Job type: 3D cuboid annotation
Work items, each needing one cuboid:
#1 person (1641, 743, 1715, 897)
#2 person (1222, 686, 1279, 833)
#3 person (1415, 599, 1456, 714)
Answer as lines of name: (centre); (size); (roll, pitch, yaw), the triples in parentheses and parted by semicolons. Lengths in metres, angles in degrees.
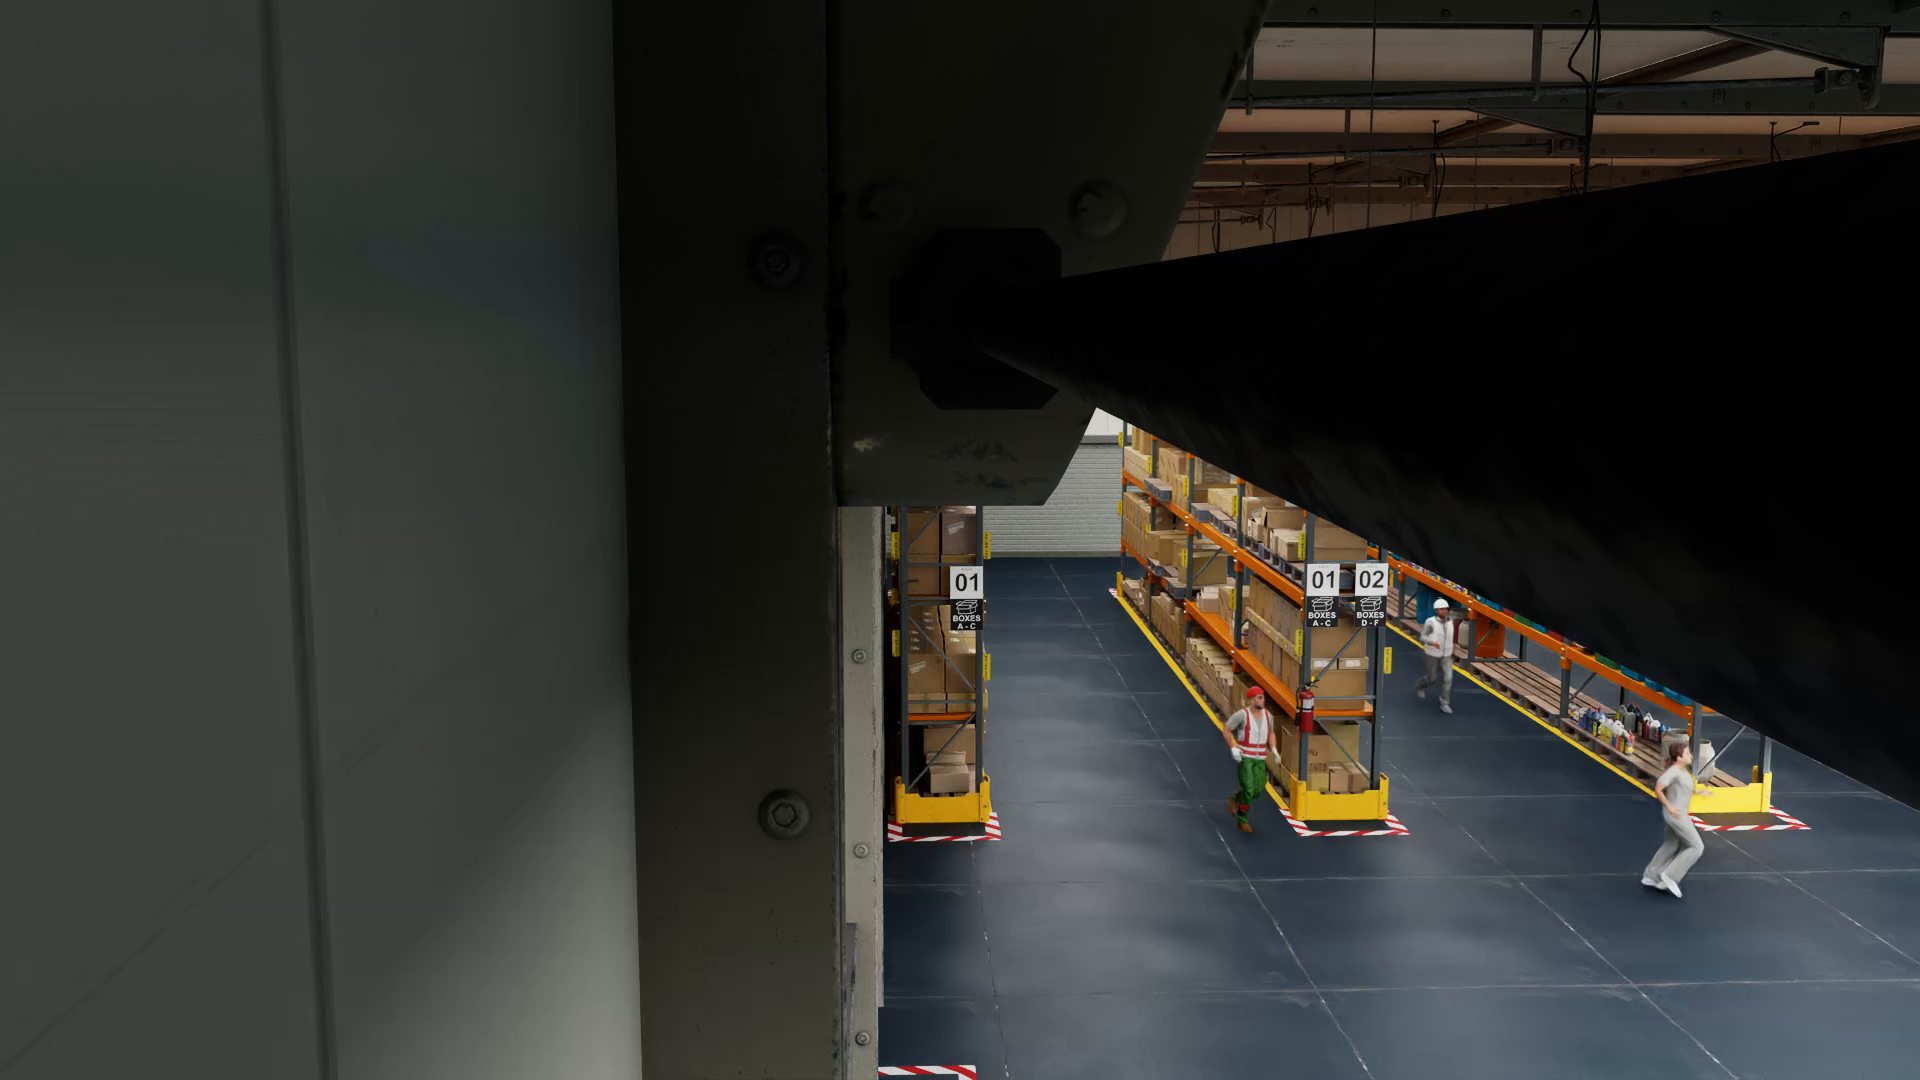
person: (7.764, 2.972, 17.943); (0.661, 1.607, 0.562); (4, 9, 25)
person: (3.541, 2.643, 20.263); (0.715, 1.741, 0.556); (-3, 9, -23)
person: (7.515, 1.784, 26.204); (0.646, 1.764, 0.927); (-2, 8, -12)
